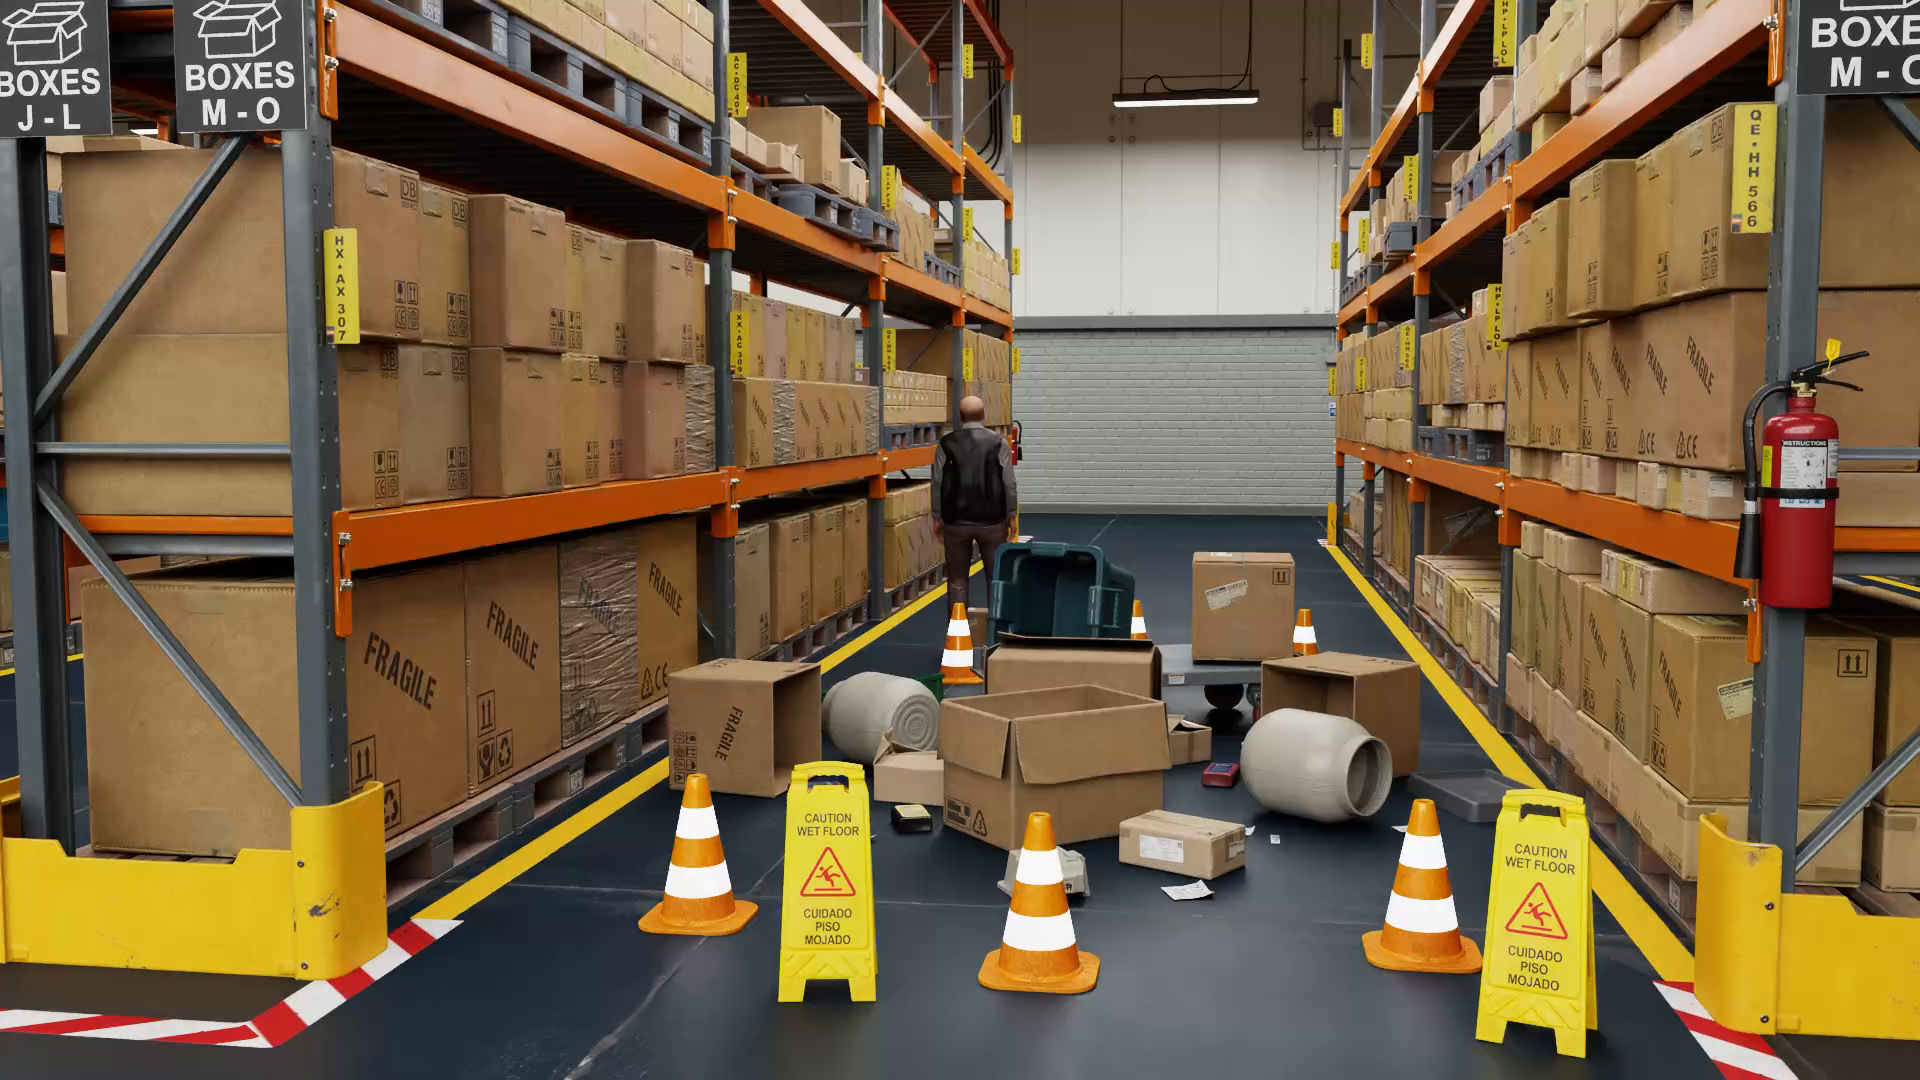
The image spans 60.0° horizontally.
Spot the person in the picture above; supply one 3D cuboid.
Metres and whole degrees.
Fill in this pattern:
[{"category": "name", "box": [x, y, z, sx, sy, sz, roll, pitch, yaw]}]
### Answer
[{"category": "person", "box": [0.092, -0.131, 11.122, 0.583, 1.663, 0.412, 0, 4, 5]}]
